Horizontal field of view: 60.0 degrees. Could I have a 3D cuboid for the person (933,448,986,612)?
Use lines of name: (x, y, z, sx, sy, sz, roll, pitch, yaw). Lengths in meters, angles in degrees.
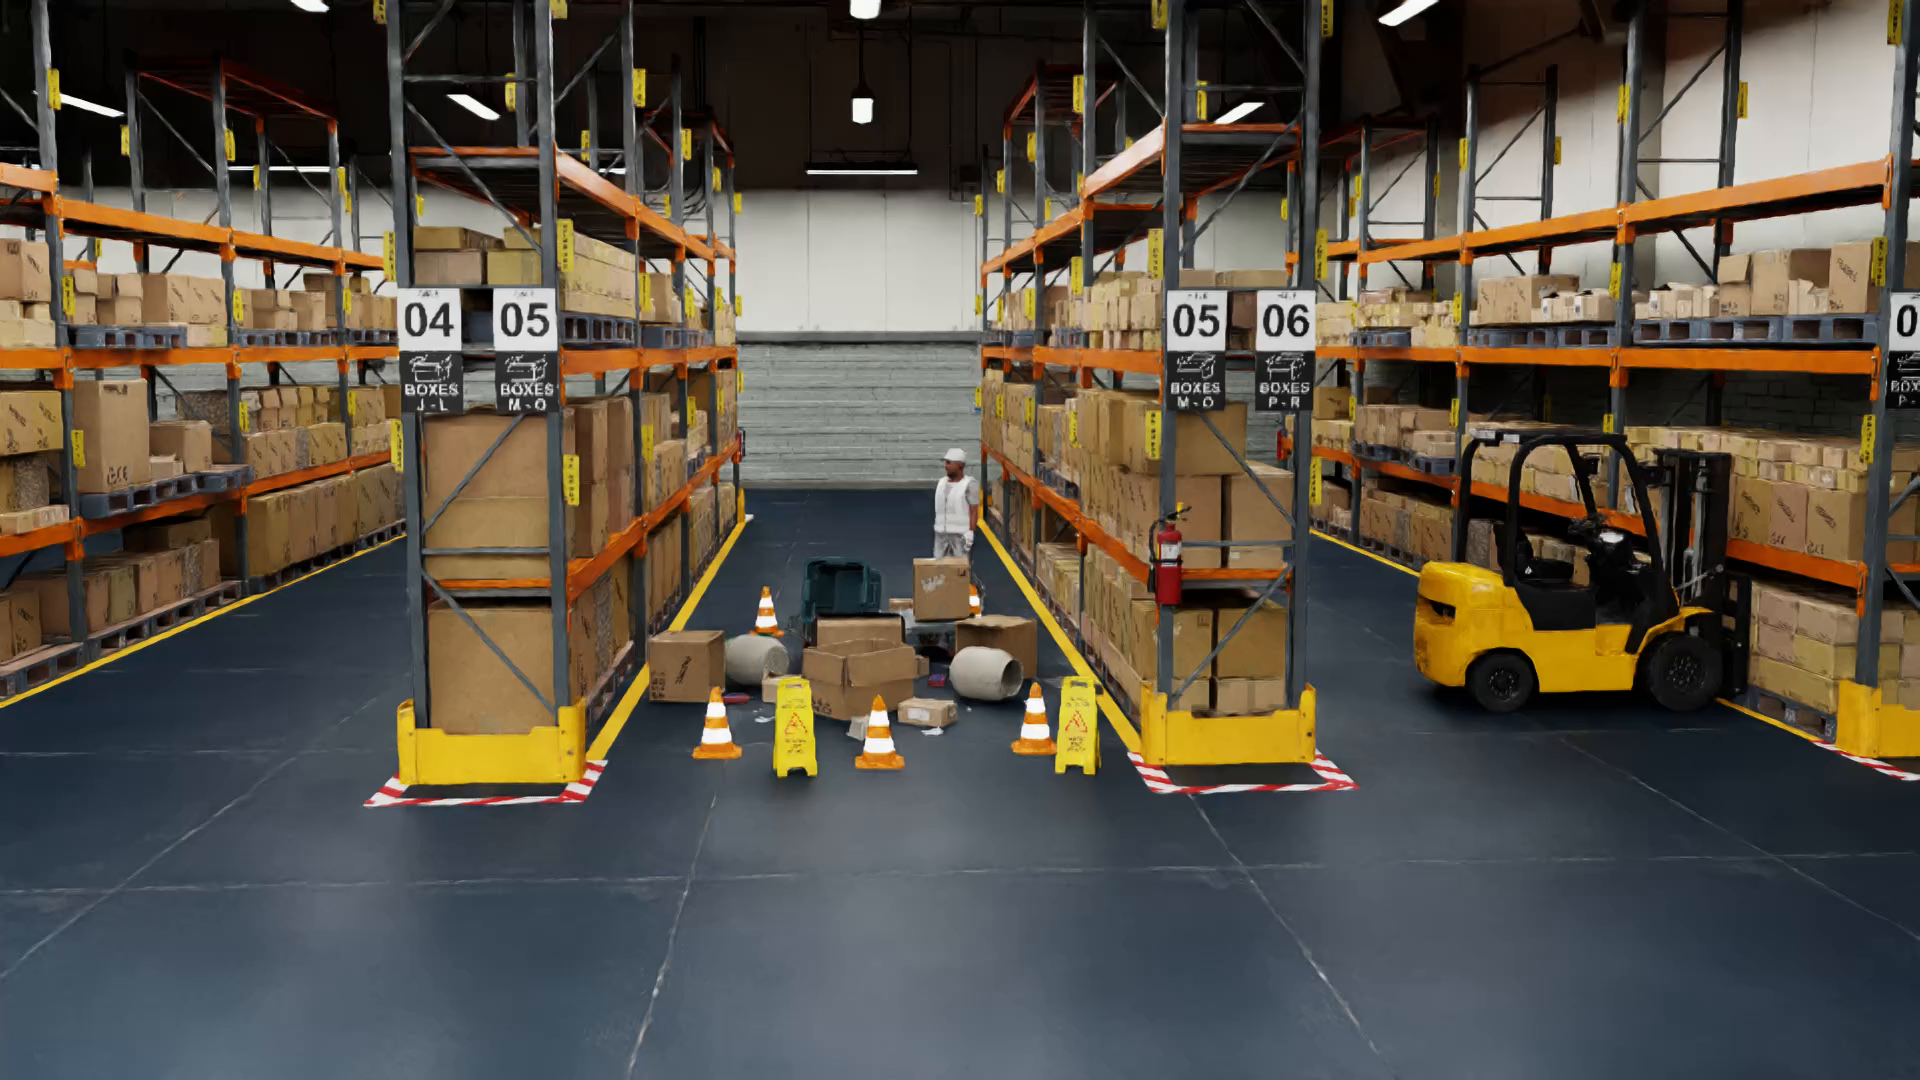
person: (-0.051, -0.050, 17.019, 0.592, 1.779, 0.774, 5, 8, 34)
